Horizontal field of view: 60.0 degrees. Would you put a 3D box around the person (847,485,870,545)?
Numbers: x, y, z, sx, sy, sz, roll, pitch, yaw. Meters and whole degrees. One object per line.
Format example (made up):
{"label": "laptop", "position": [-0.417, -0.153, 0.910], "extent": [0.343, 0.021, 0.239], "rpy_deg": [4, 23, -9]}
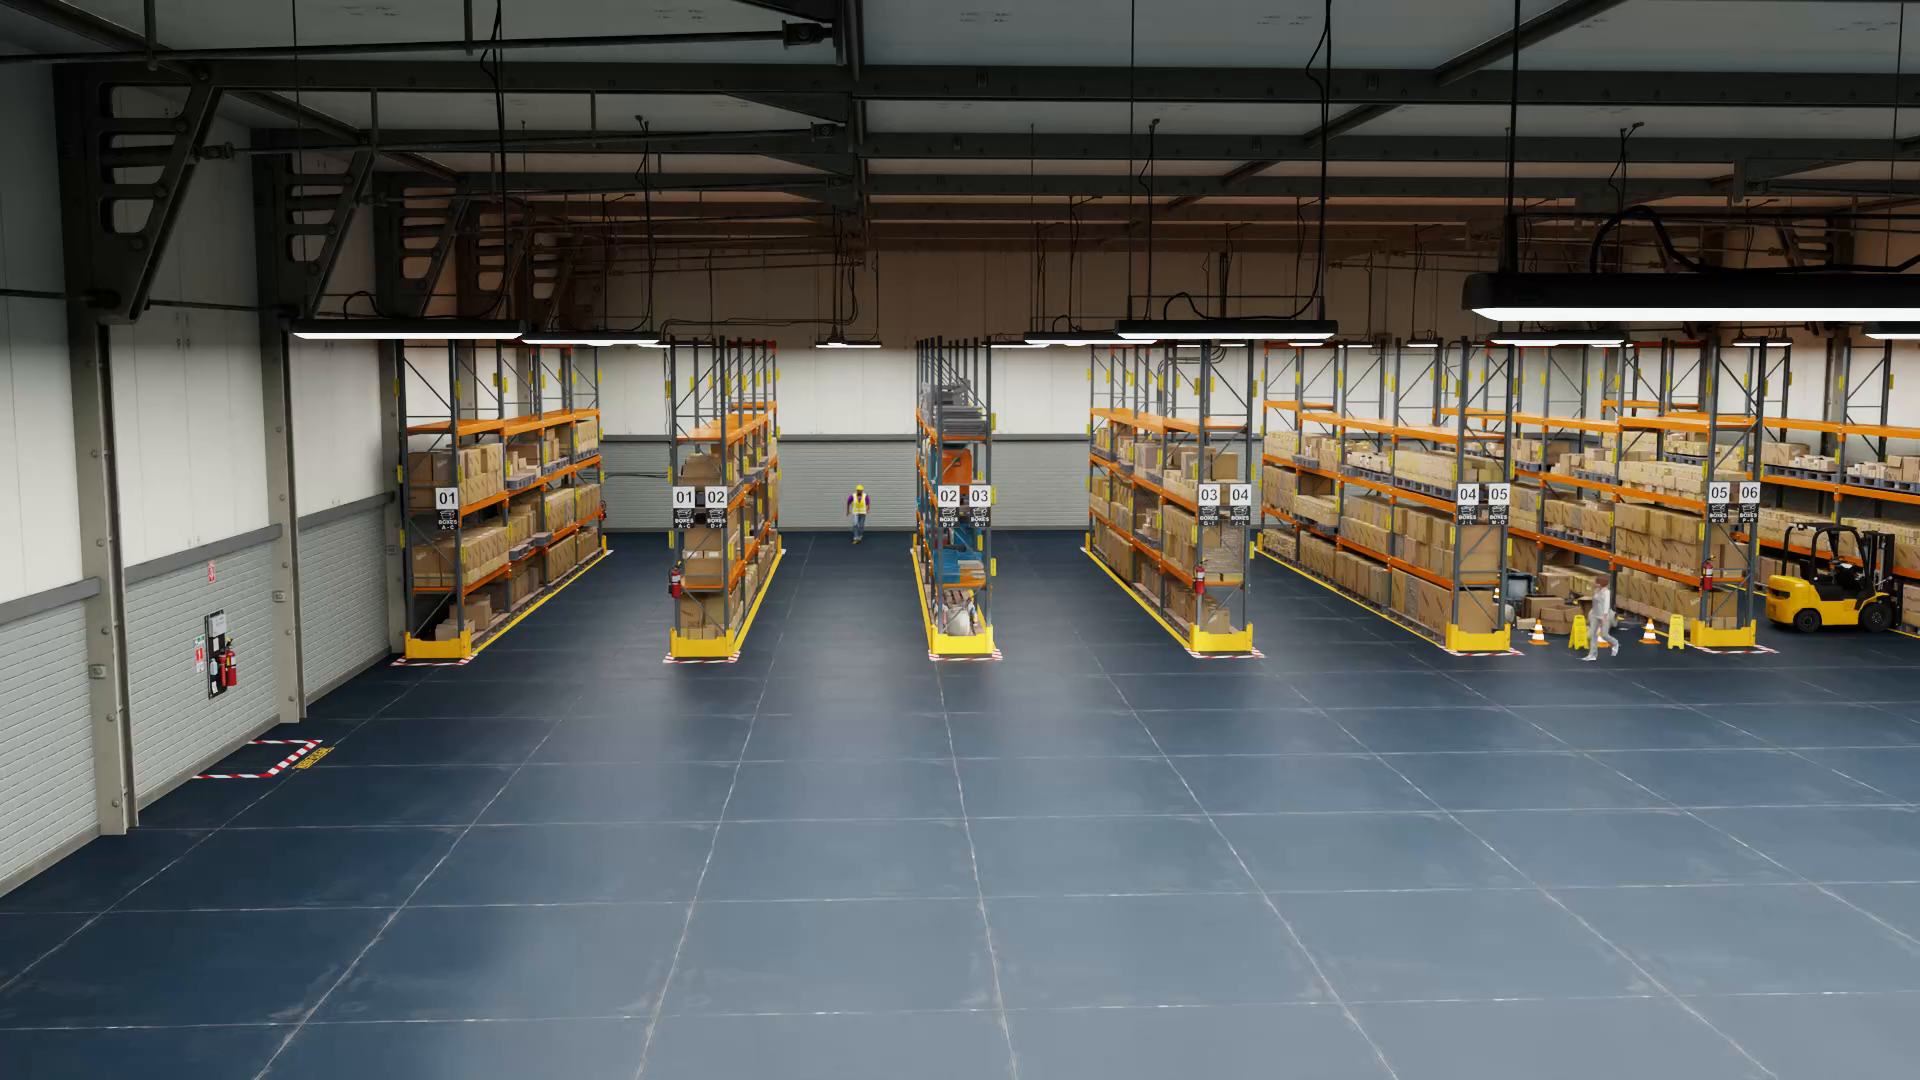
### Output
{"label": "person", "position": [-3.045, -0.753, 49.716], "extent": [0.684, 1.788, 0.895], "rpy_deg": [0, 7, -4]}

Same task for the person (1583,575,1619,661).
{"label": "person", "position": [11.901, 1.440, 30.788], "extent": [0.701, 1.590, 0.386], "rpy_deg": [-4, 8, -32]}
